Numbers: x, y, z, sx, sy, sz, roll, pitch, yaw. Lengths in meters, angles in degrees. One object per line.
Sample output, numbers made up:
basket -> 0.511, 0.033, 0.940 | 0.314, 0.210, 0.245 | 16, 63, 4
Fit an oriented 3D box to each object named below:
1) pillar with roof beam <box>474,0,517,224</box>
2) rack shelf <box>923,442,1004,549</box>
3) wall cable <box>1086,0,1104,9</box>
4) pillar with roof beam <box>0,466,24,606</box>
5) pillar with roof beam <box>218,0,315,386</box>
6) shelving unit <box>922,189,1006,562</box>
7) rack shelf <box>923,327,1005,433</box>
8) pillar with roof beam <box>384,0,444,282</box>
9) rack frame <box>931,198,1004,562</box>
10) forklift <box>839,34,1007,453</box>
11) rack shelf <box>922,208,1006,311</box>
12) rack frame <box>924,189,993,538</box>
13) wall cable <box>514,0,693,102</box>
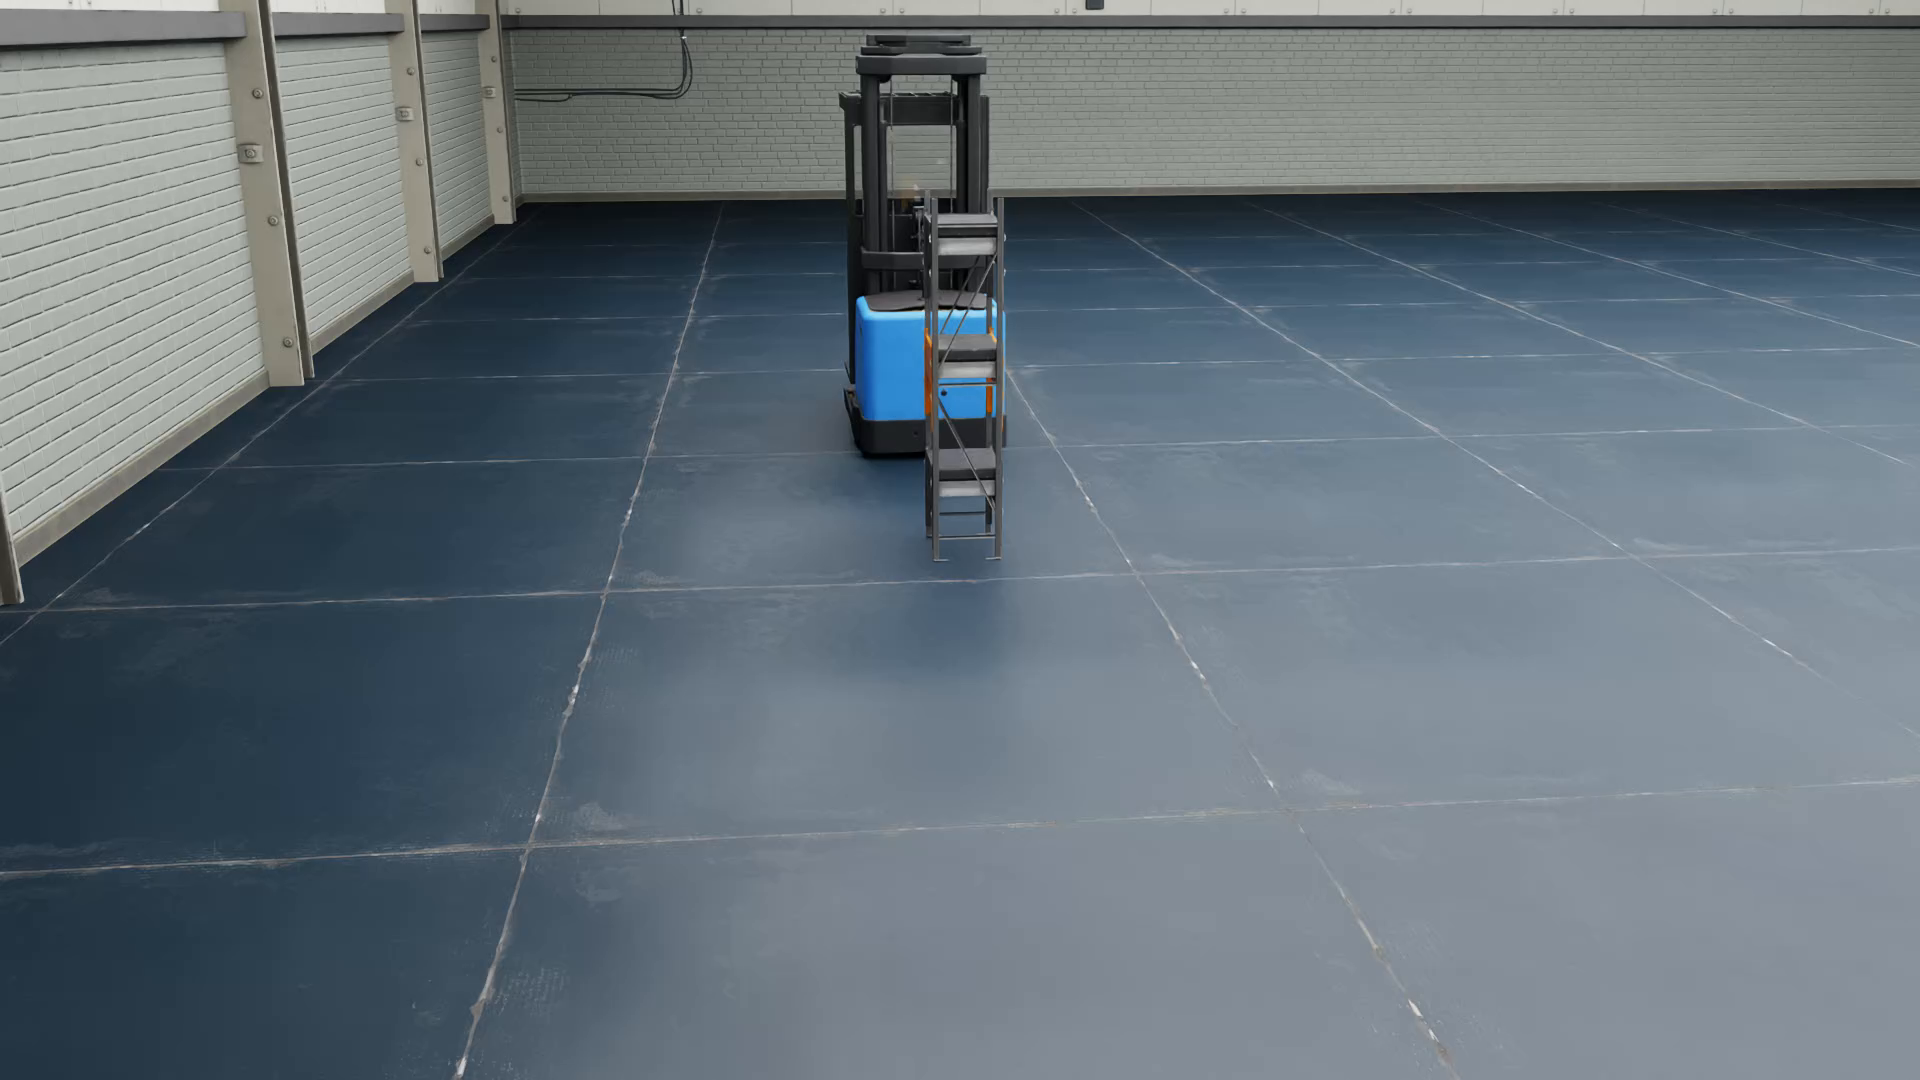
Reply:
pillar with roof beam -> -2.841, -9.396, 25.084 | 9.100, 9.000, 0.400 | -2, 18, -6
rack shelf -> 0.017, -0.272, 9.919 | 0.431, 0.518, 0.480 | -2, 18, -6
wall cable -> 3.333, -12.093, 27.996 | 2.305, 6.003, 0.169 | -2, 18, -6
pillar with roof beam -> -0.984, -4.034, 8.002 | 9.100, 9.000, 0.400 | -2, 18, -6
pillar with roof beam -> -1.603, -5.821, 13.696 | 9.100, 9.000, 0.400 | -2, 18, -6
shelving unit -> 0.017, -0.952, 9.705 | 0.431, 2.100, 0.503 | -2, 18, -6
rack shelf -> 0.017, -0.939, 9.710 | 0.431, 0.518, 0.480 | -2, 18, -6
pillar with roof beam -> -2.222, -7.609, 19.390 | 9.100, 9.000, 0.400 | -2, 18, -6
rack frame -> 0.042, -0.880, 9.474 | 0.400, 2.100, 0.015 | -2, 18, -6
forklift -> -0.354, -2.415, 12.978 | 1.130, 2.935, 3.031 | -2, 18, -7
rack shelf -> 0.017, -1.607, 9.500 | 0.431, 0.518, 0.480 | -2, 18, -6
rack frame -> -0.008, -1.025, 9.937 | 0.400, 2.100, 0.015 | -2, 18, -6
wall cable -> -6.112, -8.701, 28.051 | 3.097, 2.526, 0.112 | -2, 18, -6
